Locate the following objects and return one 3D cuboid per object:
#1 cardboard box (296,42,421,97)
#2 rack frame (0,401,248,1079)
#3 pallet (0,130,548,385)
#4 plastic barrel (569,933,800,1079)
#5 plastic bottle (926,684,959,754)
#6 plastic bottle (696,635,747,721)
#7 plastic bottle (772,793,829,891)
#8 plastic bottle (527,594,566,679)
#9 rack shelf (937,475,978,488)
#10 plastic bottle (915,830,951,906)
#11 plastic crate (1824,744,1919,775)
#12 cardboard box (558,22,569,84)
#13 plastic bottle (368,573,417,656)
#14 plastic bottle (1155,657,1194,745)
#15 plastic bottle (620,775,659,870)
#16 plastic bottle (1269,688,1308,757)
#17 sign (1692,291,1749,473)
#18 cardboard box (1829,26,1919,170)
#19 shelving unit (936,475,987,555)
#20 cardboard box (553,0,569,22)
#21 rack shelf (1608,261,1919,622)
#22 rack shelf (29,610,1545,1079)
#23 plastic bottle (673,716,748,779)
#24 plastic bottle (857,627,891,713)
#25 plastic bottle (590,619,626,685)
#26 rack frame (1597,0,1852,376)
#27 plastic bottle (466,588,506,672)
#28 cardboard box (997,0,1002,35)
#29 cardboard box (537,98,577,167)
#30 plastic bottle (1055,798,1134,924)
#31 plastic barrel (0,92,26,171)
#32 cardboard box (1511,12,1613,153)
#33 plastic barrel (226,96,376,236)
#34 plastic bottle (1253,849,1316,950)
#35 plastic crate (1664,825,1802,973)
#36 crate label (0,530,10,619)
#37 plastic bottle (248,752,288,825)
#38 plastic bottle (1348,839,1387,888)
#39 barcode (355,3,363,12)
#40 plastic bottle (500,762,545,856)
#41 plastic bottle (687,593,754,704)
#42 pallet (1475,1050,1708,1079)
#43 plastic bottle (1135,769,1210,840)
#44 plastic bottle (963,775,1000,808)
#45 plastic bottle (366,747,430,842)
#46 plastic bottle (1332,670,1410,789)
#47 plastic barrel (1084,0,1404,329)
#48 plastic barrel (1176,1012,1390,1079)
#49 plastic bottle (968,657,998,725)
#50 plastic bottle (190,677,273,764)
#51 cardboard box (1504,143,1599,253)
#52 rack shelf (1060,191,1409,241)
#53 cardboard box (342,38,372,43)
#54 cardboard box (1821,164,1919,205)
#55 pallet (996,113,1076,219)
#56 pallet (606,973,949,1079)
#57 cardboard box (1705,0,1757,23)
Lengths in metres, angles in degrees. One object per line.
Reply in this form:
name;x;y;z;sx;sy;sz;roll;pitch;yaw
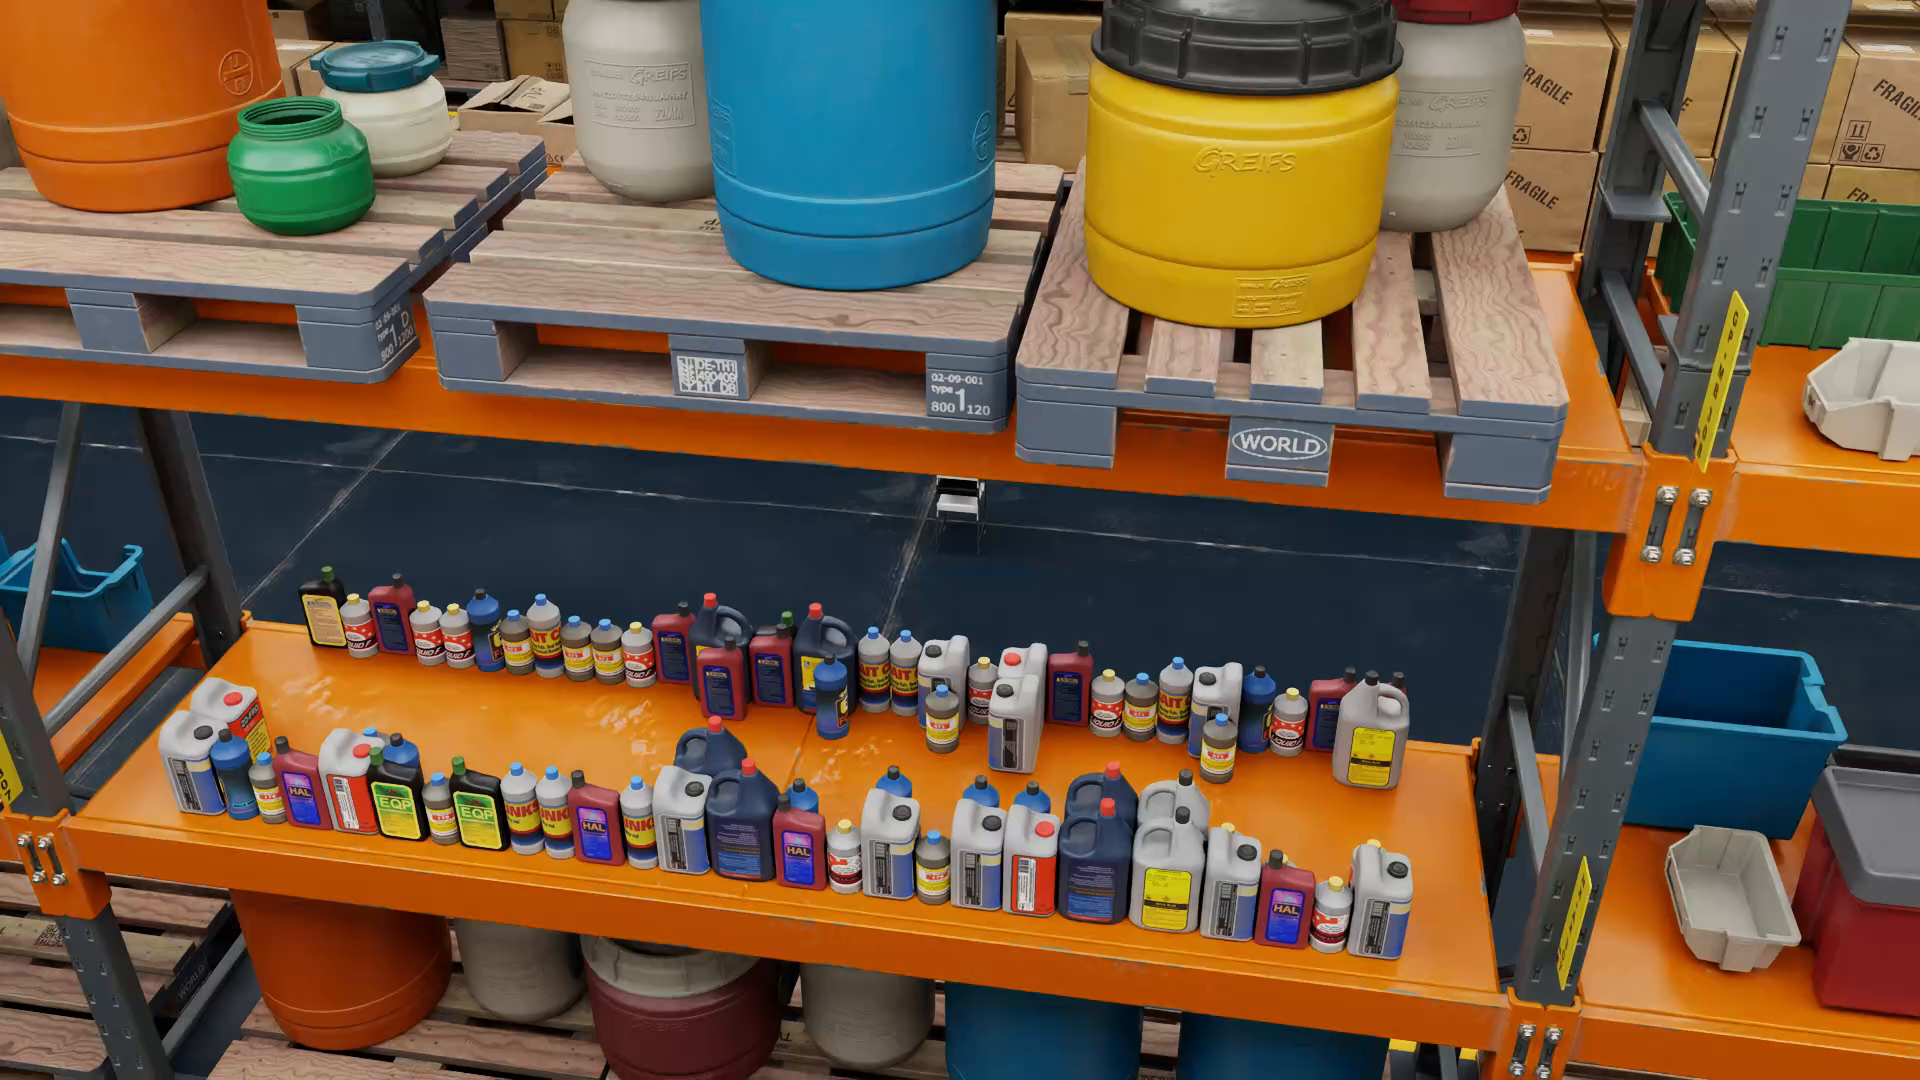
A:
cardboard box;-3.278;-2.430;9.211;0.500;0.500;0.500;3;32;6
rack frame;-2.458;0.344;4.874;0.127;3.000;1.000;5;32;8
pallet;-1.720;-0.728;3.937;1.213;0.211;1.003;5;32;8
plastic barrel;-0.860;1.323;5.186;0.708;0.588;0.600;5;32;8
plastic bottle;-0.051;0.508;4.799;0.097;0.201;0.097;0;32;0
plastic bottle;-0.703;0.400;4.894;0.133;0.283;0.061;5;32;8
plastic bottle;-0.412;0.777;4.292;0.133;0.283;0.061;5;32;8
plastic bottle;-1.265;0.286;5.087;0.097;0.271;0.097;0;32;0
rack shelf;0.008;-0.352;8.028;0.200;0.077;0.258;5;32;8
plastic bottle;-0.067;0.833;4.279;0.097;0.201;0.097;0;32;0
plastic crate;2.634;0.751;4.425;0.590;0.125;0.437;5;32;8
cardboard box;-2.992;-4.178;14.039;0.500;0.500;0.700;6;32;9
plastic bottle;-1.760;0.227;5.171;0.133;0.283;0.061;5;32;8
plastic bottle;0.623;0.457;4.814;0.097;0.271;0.097;0;32;0
plastic bottle;-0.838;0.734;4.372;0.097;0.271;0.097;0;32;0
plastic bottle;0.947;0.516;4.785;0.097;0.201;0.097;0;32;0
sign;1.391;-0.287;3.046;0.005;0.325;0.100;5;32;8
cardboard box;4.264;-2.029;7.628;0.500;0.500;0.500;6;33;10
shelving unit;0.008;-0.381;8.010;0.210;0.900;0.258;5;32;8
cardboard box;-3.057;-4.501;13.848;0.500;0.250;0.500;4;32;7
rack shelf;3.457;-0.087;3.413;4.000;0.370;1.077;5;32;8
rack shelf;-0.486;0.827;4.780;4.000;0.370;1.077;5;32;8
plastic bottle;-0.669;0.621;4.478;0.185;0.351;0.144;5;32;8
plastic bottle;-0.254;0.378;4.940;0.097;0.271;0.097;0;32;0
plastic bottle;-1.073;0.333;5.078;0.097;0.201;0.097;0;32;0
rack frame;1.485;-1.842;2.712;0.127;3.000;1.000;5;32;8
plastic bottle;-1.457;0.269;5.114;0.097;0.271;0.097;0;32;0
cardboard box;-0.088;-3.970;13.396;0.750;0.750;0.750;5;32;8
cardboard box;-1.972;-2.264;9.124;0.500;0.311;0.500;7;33;11
plastic bottle;0.342;0.794;4.201;0.185;0.351;0.144;5;32;8
plastic barrel;-2.712;-1.163;4.349;0.421;0.512;0.421;0;32;0
cardboard box;2.739;-2.167;7.848;0.500;0.500;0.500;6;33;9
plastic barrel;-1.452;-0.825;3.665;0.294;0.245;0.294;0;32;0
plastic bottle;0.807;0.887;4.115;0.133;0.283;0.061;5;32;8
plastic crate;1.920;0.903;4.172;0.243;0.136;0.396;5;32;8
crate label;-3.392;0.098;5.232;0.616;0.435;0.502;5;32;8
plastic bottle;-1.880;0.669;4.542;0.097;0.201;0.097;0;32;0
plastic bottle;1.045;0.852;4.249;0.097;0.201;0.097;0;32;0
barcode;-5.226;-4.631;14.461;0.075;0.075;0.001;5;32;8
plastic bottle;-1.161;0.704;4.419;0.097;0.271;0.097;0;32;0
plastic bottle;-0.711;0.315;4.965;0.185;0.351;0.144;5;32;8
pallet;2.217;1.928;4.971;1.213;0.211;1.003;5;32;8
plastic bottle;0.548;0.735;4.295;0.185;0.351;0.144;5;32;8
plastic bottle;0.055;0.733;4.374;0.097;0.271;0.097;0;32;0
plastic bottle;-1.505;0.678;4.450;0.133;0.283;0.061;5;32;8
plastic bottle;1.153;0.517;4.643;0.185;0.351;0.144;5;32;8
plastic barrel;0.551;-0.804;3.307;0.600;0.588;0.600;0;32;0
plastic barrel;0.952;1.355;4.841;0.708;0.901;0.600;5;32;8
plastic bottle;0.071;0.437;4.912;0.097;0.201;0.097;0;32;0
plastic bottle;-2.060;0.524;4.702;0.135;0.276;0.152;5;32;8
cardboard box;2.779;-1.744;8.115;0.500;0.500;0.500;6;33;9
rack shelf;0.351;-1.763;8.918;4.000;0.370;1.077;5;32;8
cardboard box;-5.266;-4.212;14.409;0.250;0.166;0.380;1;32;2
cardboard box;4.278;-1.610;7.900;0.500;0.500;0.500;5;32;8
pallet;0.297;-1.994;8.790;1.213;0.211;1.003;5;32;8
pallet;-0.475;1.684;5.360;1.213;0.211;1.003;5;32;8
cardboard box;3.866;-2.357;8.151;0.500;0.500;0.500;5;32;9
